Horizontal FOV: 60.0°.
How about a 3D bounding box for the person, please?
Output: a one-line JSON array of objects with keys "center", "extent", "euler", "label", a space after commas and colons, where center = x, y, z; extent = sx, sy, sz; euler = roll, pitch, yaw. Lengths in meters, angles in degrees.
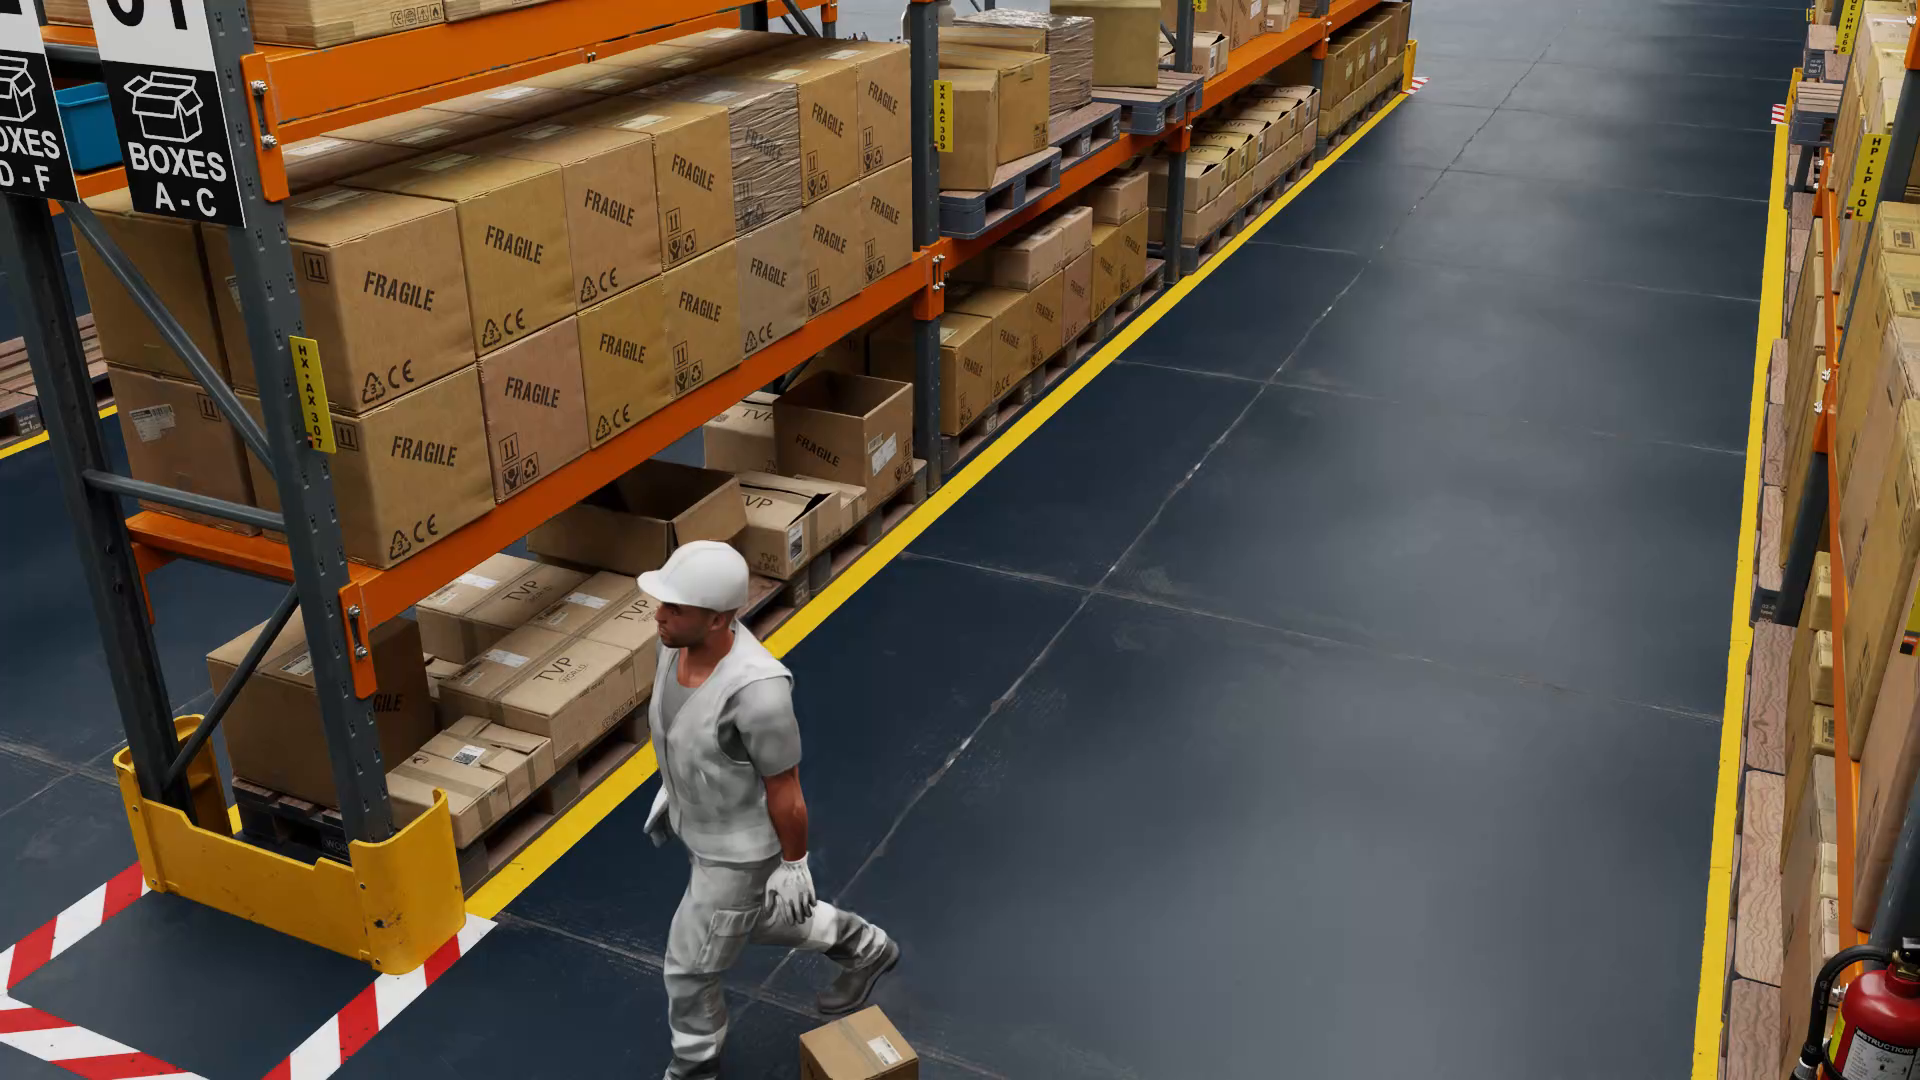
[{"center": [-0.585, 0.764, 4.514], "extent": [0.980, 1.759, 0.573], "euler": [-15, 30, -28], "label": "person"}]
